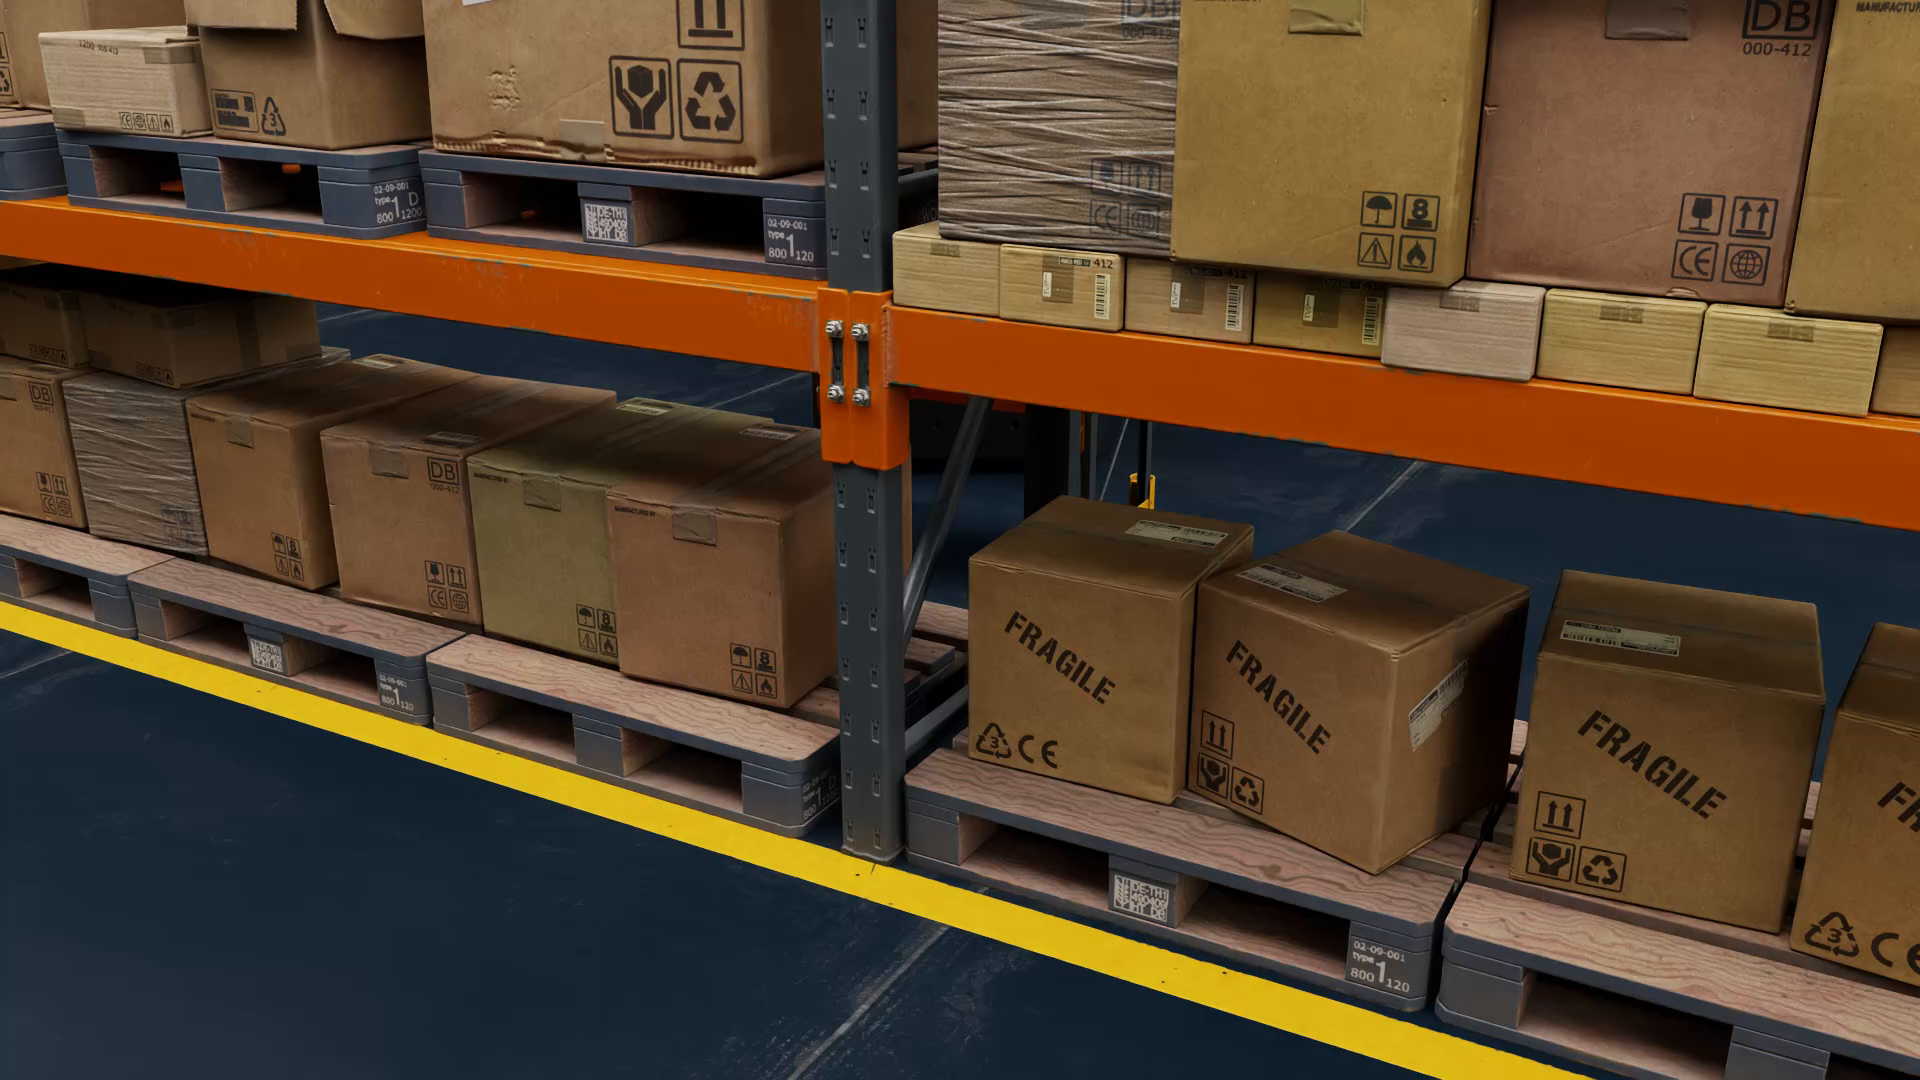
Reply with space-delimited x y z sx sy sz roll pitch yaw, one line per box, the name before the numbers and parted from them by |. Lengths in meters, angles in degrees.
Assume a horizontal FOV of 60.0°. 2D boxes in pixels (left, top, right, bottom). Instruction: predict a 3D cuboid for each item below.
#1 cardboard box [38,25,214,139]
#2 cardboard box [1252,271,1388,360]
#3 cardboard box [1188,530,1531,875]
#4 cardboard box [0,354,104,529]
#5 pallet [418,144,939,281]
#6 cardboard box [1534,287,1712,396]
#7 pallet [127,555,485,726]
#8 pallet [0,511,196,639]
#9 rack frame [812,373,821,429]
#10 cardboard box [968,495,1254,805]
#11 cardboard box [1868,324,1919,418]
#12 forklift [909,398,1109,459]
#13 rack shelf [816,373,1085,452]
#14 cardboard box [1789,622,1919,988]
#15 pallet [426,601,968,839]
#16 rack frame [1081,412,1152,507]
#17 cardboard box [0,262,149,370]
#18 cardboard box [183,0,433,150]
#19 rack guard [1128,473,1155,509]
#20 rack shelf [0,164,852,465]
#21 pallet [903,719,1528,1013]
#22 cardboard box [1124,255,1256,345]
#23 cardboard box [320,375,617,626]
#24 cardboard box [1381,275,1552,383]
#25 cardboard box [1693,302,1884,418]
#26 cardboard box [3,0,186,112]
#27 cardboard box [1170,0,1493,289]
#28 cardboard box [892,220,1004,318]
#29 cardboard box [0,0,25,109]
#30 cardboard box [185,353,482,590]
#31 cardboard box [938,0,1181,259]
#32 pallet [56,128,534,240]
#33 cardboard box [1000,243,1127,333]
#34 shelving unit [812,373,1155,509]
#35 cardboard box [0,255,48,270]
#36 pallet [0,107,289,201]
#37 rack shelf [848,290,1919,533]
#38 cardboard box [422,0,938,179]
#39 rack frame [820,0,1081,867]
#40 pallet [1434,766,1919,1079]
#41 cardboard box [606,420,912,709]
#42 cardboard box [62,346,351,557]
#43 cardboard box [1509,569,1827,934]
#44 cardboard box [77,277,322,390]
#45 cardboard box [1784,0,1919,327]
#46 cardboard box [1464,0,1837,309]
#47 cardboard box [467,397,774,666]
cardboard box | -2.118 -1.266 4.560 0.500 0.250 0.500 10 22 26
cardboard box | 0.730 -0.460 3.103 0.250 0.149 0.380 11 23 27
cardboard box | 0.856 0.328 3.612 0.500 0.500 0.500 -17 26 -39
cardboard box | -2.875 -0.412 5.624 0.500 0.500 0.700 10 22 24
pallet | -0.574 -0.901 4.232 1.213 0.211 1.003 11 23 27
cardboard box | 1.167 -0.377 2.874 0.250 0.149 0.380 11 23 27
pallet | -1.727 0.158 5.119 1.213 0.211 1.003 11 23 27
pallet | -2.788 -0.045 5.679 1.213 0.211 1.003 11 23 27
rack frame | -0.369 -0.775 5.803 0.032 1.500 0.500 11 23 27
cardboard box | 0.352 0.235 3.868 0.500 0.500 0.500 10 22 26
cardboard box | 1.620 -0.304 2.673 0.250 0.149 0.380 11 23 27
forklift | 0.045 -2.146 7.483 1.130 2.935 3.031 0 20 -1
rack shelf | 0.074 -0.522 5.632 1.000 0.185 0.538 11 23 27
cardboard box | 1.902 0.514 3.099 0.500 0.500 0.500 13 24 32
pallet | -0.658 0.361 4.561 1.213 0.211 1.003 11 23 27
rack frame | 0.518 -0.606 5.337 0.032 1.500 0.500 11 23 27
cardboard box | -2.870 -0.768 5.504 0.500 0.250 0.500 12 23 29
cardboard box | -1.536 -1.328 4.359 0.637 0.503 0.797 13 24 33
rack guard | 0.501 -0.022 5.559 0.087 0.250 0.587 11 23 27
rack shelf | -1.723 -0.815 4.769 4.000 0.370 1.077 11 23 27
pallet | 0.626 0.591 3.926 1.213 0.211 1.003 11 23 27
cardboard box | 0.507 -0.499 3.210 0.250 0.149 0.380 11 23 27
cardboard box | -1.399 -0.139 4.870 0.500 0.500 0.700 9 22 23
cardboard box | 0.929 -0.406 2.955 0.250 0.149 0.380 11 23 27
cardboard box | 1.380 -0.332 2.750 0.250 0.149 0.380 11 23 27
cardboard box | -2.442 -1.590 5.086 0.500 0.500 0.700 15 25 35
cardboard box | 0.805 -0.821 3.147 0.500 0.500 0.875 11 23 27
cardboard box | 0.064 -0.578 3.427 0.250 0.149 0.380 11 23 27
cardboard box | -2.978 -1.653 5.260 0.500 0.500 0.500 8 21 21
cardboard box | -1.886 -0.232 5.126 0.500 0.500 0.700 13 24 32
cardboard box | 0.385 -0.915 3.405 0.500 0.500 0.875 11 23 27
pallet | -1.721 -1.079 4.722 1.213 0.211 1.003 11 23 27
cardboard box | 0.276 -0.532 3.302 0.250 0.149 0.380 11 23 27
shelving unit | 0.067 -0.692 5.574 1.083 1.500 0.587 11 23 27
cardboard box | -4.062 -0.806 6.188 0.875 0.875 1.225 10 22 25
pallet | -2.795 -1.309 5.357 1.003 0.211 1.213 11 23 27
rack shelf | 1.769 -0.150 2.935 4.000 0.370 1.077 11 23 27
cardboard box | -0.603 -1.474 4.035 1.000 1.000 1.000 11 23 28
rack frame | 0.023 -0.821 3.730 0.127 3.000 1.000 11 23 27
pallet | 1.696 0.794 3.368 1.213 0.211 1.003 11 23 27
cardboard box | -0.503 0.039 4.380 0.500 0.500 0.700 9 22 23
cardboard box | -2.384 -0.324 5.380 0.500 0.500 0.700 9 22 23
cardboard box | 1.437 0.408 3.391 0.500 0.500 0.500 9 22 23
cardboard box | -2.402 -0.683 5.269 0.500 0.250 0.500 14 24 33
cardboard box | 1.707 -0.672 2.737 0.500 0.500 0.875 11 23 27
cardboard box | 1.290 -0.768 3.000 0.500 0.500 0.875 11 23 27
cardboard box | -0.910 -0.046 4.614 0.500 0.500 0.700 11 22 27
